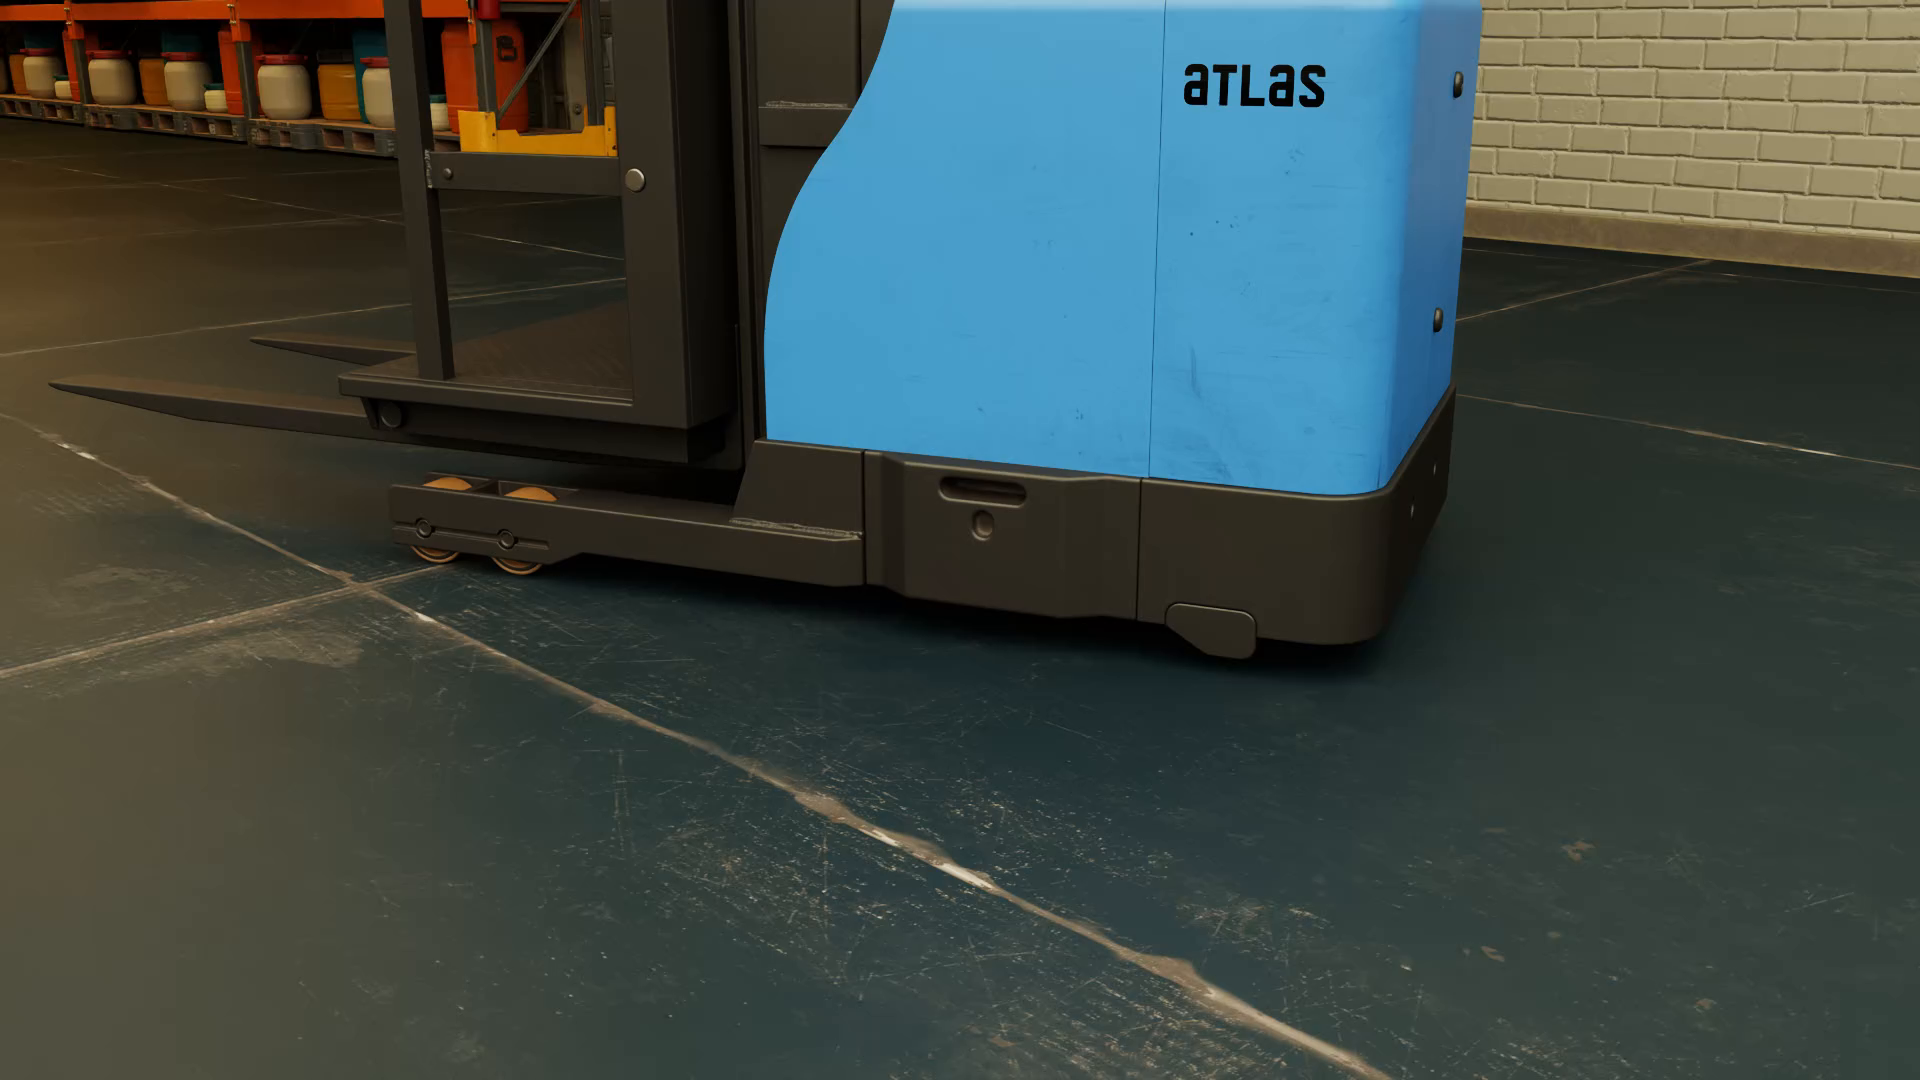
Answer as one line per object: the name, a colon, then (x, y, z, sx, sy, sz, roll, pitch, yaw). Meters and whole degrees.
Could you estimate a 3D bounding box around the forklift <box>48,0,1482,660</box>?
forklift: (-0.563, -1.469, 3.184, 3.031, 2.935, 1.130, 7, 18, 21)
